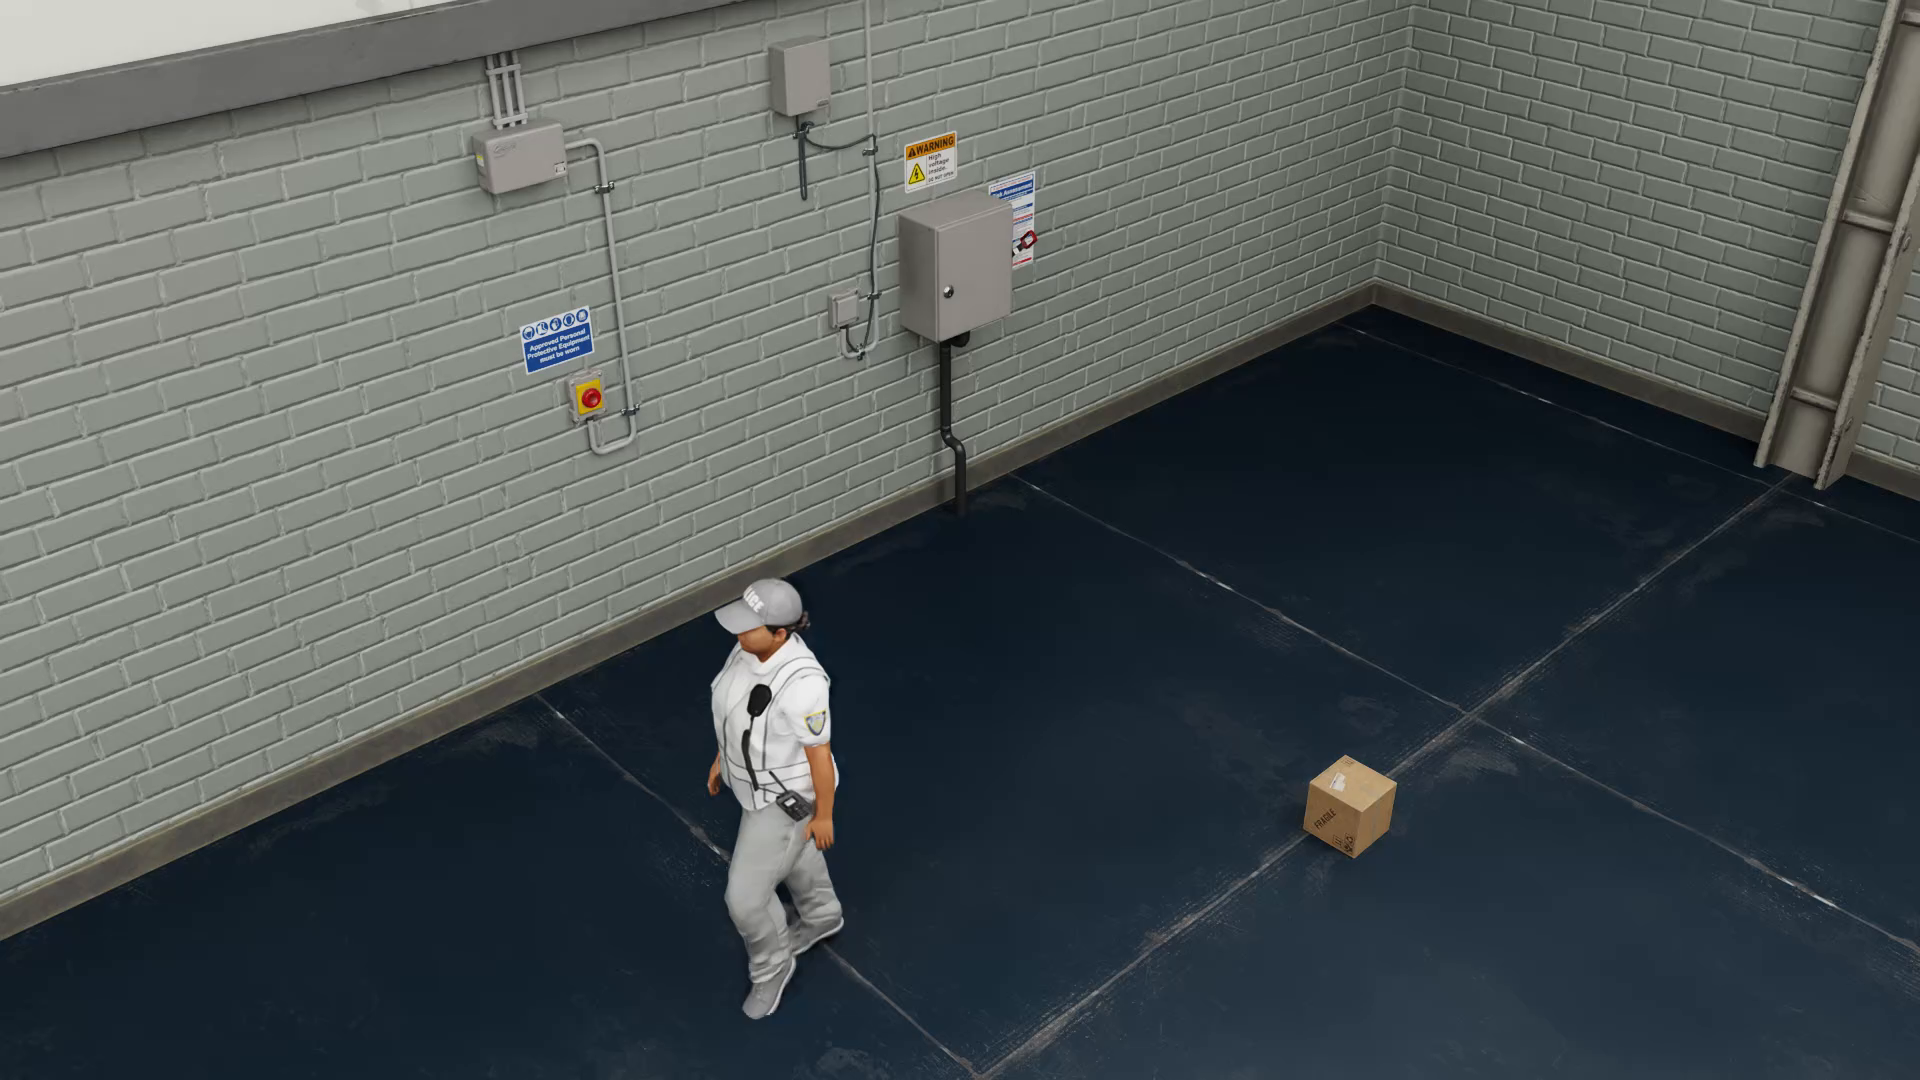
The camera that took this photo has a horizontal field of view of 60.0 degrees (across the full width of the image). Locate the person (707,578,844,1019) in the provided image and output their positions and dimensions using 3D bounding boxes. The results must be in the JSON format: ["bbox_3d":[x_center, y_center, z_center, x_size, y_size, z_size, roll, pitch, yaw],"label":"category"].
[{"bbox_3d":[-0.648,0.880,5.755,0.510,1.738,0.513,-16,36,-24],"label":"person"}]
